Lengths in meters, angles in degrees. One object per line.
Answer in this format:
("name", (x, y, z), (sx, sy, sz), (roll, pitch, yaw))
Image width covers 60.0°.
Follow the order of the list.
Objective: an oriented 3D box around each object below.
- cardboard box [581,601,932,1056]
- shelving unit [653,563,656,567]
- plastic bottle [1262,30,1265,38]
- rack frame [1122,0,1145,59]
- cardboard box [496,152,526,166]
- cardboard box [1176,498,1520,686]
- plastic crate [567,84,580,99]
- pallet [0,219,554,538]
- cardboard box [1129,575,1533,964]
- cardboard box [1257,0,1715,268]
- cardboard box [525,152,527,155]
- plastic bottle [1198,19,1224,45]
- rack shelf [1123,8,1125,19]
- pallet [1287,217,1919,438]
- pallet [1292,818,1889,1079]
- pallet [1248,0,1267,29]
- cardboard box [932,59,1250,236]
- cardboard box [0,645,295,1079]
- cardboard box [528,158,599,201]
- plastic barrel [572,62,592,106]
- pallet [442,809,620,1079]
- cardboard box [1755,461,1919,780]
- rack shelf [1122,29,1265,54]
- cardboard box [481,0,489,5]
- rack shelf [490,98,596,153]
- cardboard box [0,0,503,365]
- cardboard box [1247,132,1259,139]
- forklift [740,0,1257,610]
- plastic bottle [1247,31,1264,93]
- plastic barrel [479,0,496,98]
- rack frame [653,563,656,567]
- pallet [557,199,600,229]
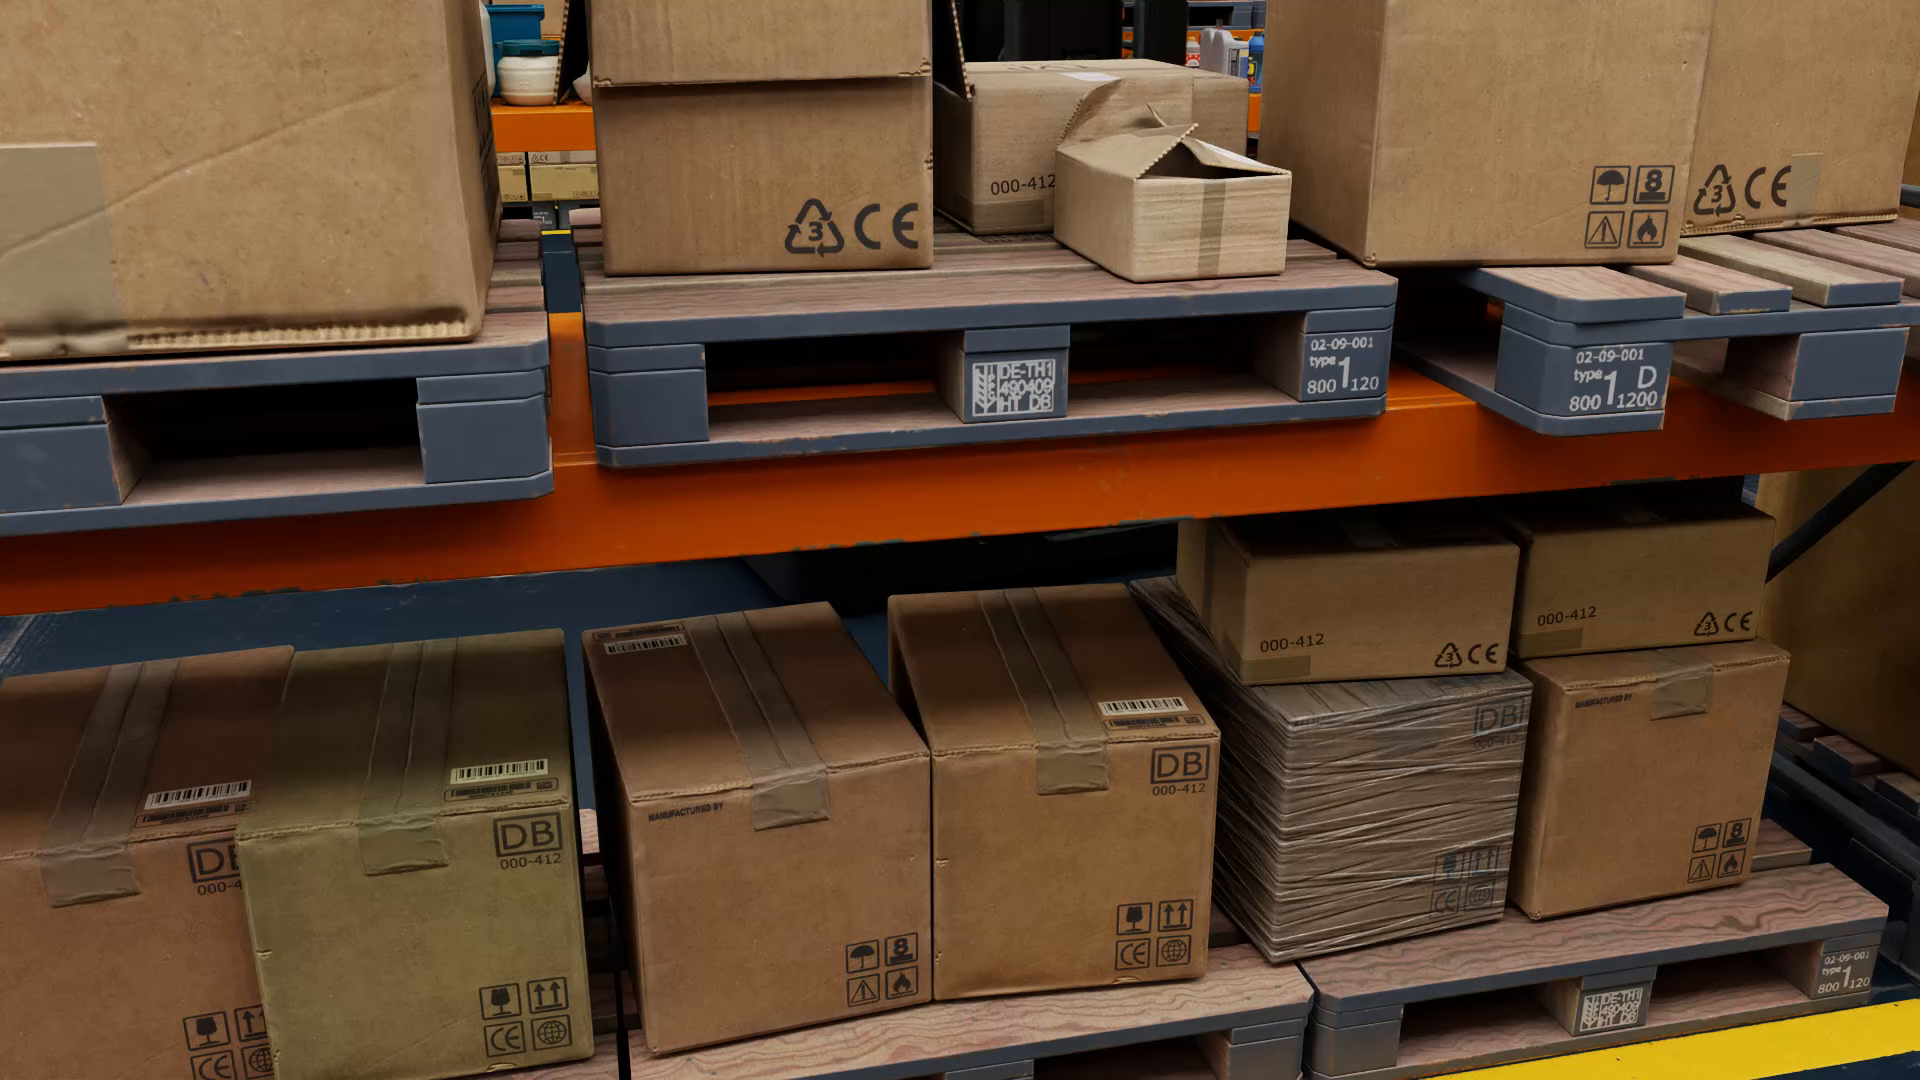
("cardboard box", (-0.394, 0.497, 3.092), (0.500, 0.500, 0.700), (-6, 21, -17))
("shelving unit", (-0.980, -0.383, 5.542), (0.210, 0.900, 0.258), (-9, 22, -17))
("plastic bottle", (1.570, -2.479, 8.407), (0.097, 0.271, 0.097), (0, 20, 0))
("rack frame", (0.744, -2.328, 7.808), (0.127, 3.000, 1.000), (-5, 21, -12))
("cardboard box", (-3.337, -2.826, 11.740), (0.500, 0.311, 0.500), (-5, 21, -13))
("cardboard box", (0.724, 0.054, 3.211), (0.500, 0.250, 0.500), (-2, 20, -6))
("plastic crate", (-1.519, -2.144, 7.614), (0.662, 0.188, 0.450), (-5, 21, -12))
("pallet", (-1.232, -0.275, 2.483), (1.213, 0.211, 1.003), (-5, 21, -12))
("cardboard box", (0.699, 0.405, 3.341), (0.500, 0.500, 0.700), (-6, 21, -17))
("cardboard box", (0.847, -0.780, 2.827), (0.500, 0.500, 0.700), (-2, 20, -4))
("cardboard box", (-3.452, -3.010, 12.242), (0.500, 0.311, 0.500), (-4, 21, -11))
("plastic bottle", (1.264, -2.466, 8.355), (0.133, 0.283, 0.061), (-5, 21, -12))
("rack shelf", (0.410, -5.464, 17.416), (4.000, 0.370, 1.077), (-5, 21, -12))
("pallet", (1.214, -0.488, 3.063), (1.003, 0.211, 1.213), (-5, 21, -12))
("pallet", (1.122, 0.701, 3.594), (1.213, 0.211, 1.003), (-5, 21, -12))
("pallet", (2.697, -4.186, 13.159), (1.213, 0.211, 1.003), (-5, 21, -12))
("cardboard box", (0.199, -0.741, 3.083), (0.500, 0.250, 0.500), (-5, 21, -14))
("cardboard box", (-1.407, 0.573, 2.885), (0.500, 0.500, 0.700), (-6, 21, -17))
("cardboard box", (-2.835, -2.606, 11.956), (0.500, 0.250, 0.500), (-5, 21, -14))
("plastic barrel", (-1.454, -2.135, 7.085), (0.433, 0.535, 0.433), (0, 20, 0))
("pallet", (-1.252, 0.894, 3.067), (1.213, 0.211, 1.003), (-5, 21, -12))
("cardboard box", (2.560, 0.083, 3.705), (0.875, 0.875, 1.225), (-6, 21, -15))
("rack shelf", (1.554, -3.806, 12.891), (4.000, 0.370, 1.077), (-5, 21, -12))
("cardboard box", (-3.472, -3.737, 11.851), (0.258, 0.266, 0.396), (-5, 21, -14))
("rack shelf", (-1.203, -1.831, 7.499), (4.000, 0.370, 1.077), (-5, 21, -12))
("cardboard box", (-1.204, -0.848, 2.286), (1.000, 1.000, 1.000), (-5, 21, -12))
("cardboard box", (2.115, -3.125, 12.978), (0.500, 0.500, 0.500), (-4, 21, -12))
("forklift", (0.636, -1.485, 5.608), (3.031, 2.935, 1.130), (-9, 22, -23))
("plastic bottle", (1.358, -2.193, 7.628), (0.097, 0.271, 0.097), (0, 20, 0))
("plastic barrel", (-2.168, -2.077, 6.926), (0.433, 0.535, 0.433), (0, 20, 0))
("rack frame", (-1.076, -0.368, 5.512), (0.006, 0.900, 0.240), (-9, 22, -17))
("pallet", (-2.388, -2.529, 12.412), (1.213, 0.211, 1.003), (-5, 21, -12))
